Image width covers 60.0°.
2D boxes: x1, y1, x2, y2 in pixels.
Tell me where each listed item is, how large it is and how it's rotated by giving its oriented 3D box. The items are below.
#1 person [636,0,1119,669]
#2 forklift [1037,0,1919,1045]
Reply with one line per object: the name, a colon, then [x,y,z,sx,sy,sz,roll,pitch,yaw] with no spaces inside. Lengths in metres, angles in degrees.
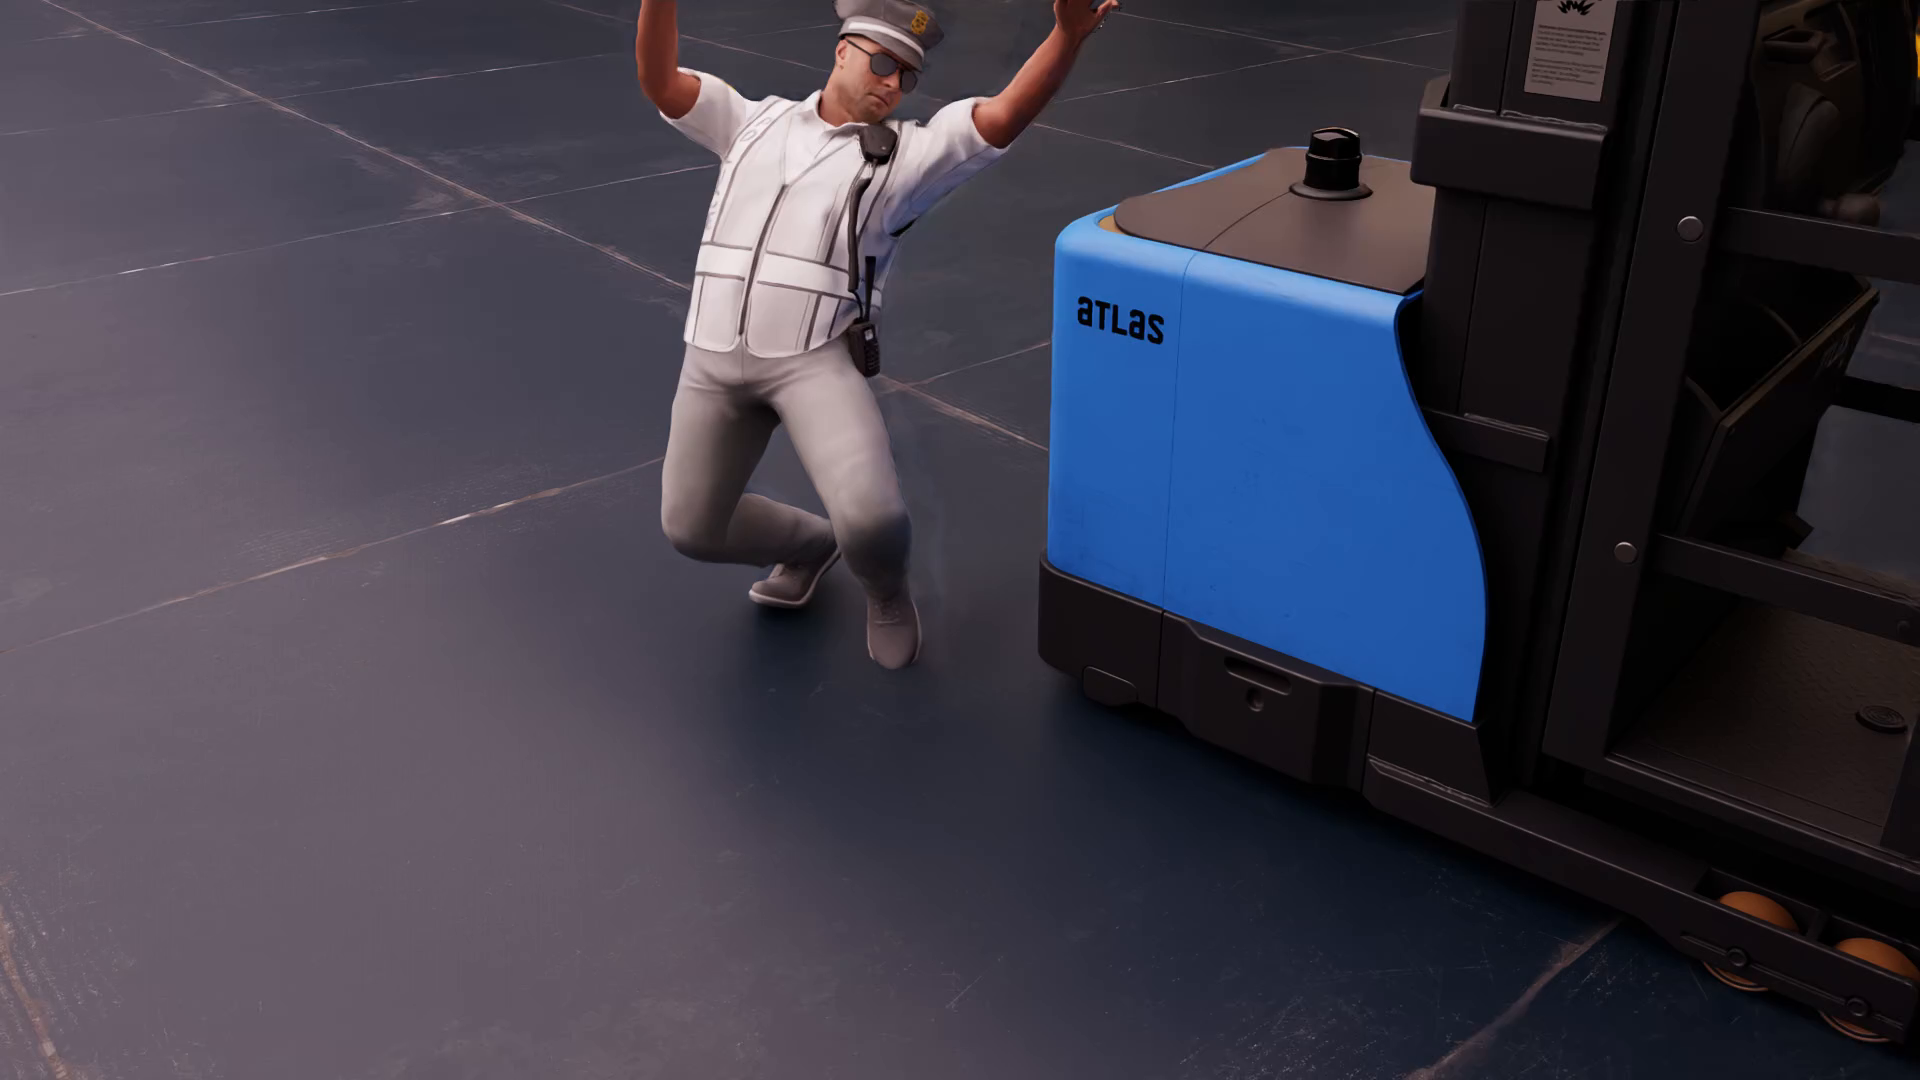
person: [-0.196,-0.500,3.699,1.048,1.684,0.845,9,28,18]
forklift: [1.633,-0.736,2.686,3.031,2.935,1.130,20,33,35]
